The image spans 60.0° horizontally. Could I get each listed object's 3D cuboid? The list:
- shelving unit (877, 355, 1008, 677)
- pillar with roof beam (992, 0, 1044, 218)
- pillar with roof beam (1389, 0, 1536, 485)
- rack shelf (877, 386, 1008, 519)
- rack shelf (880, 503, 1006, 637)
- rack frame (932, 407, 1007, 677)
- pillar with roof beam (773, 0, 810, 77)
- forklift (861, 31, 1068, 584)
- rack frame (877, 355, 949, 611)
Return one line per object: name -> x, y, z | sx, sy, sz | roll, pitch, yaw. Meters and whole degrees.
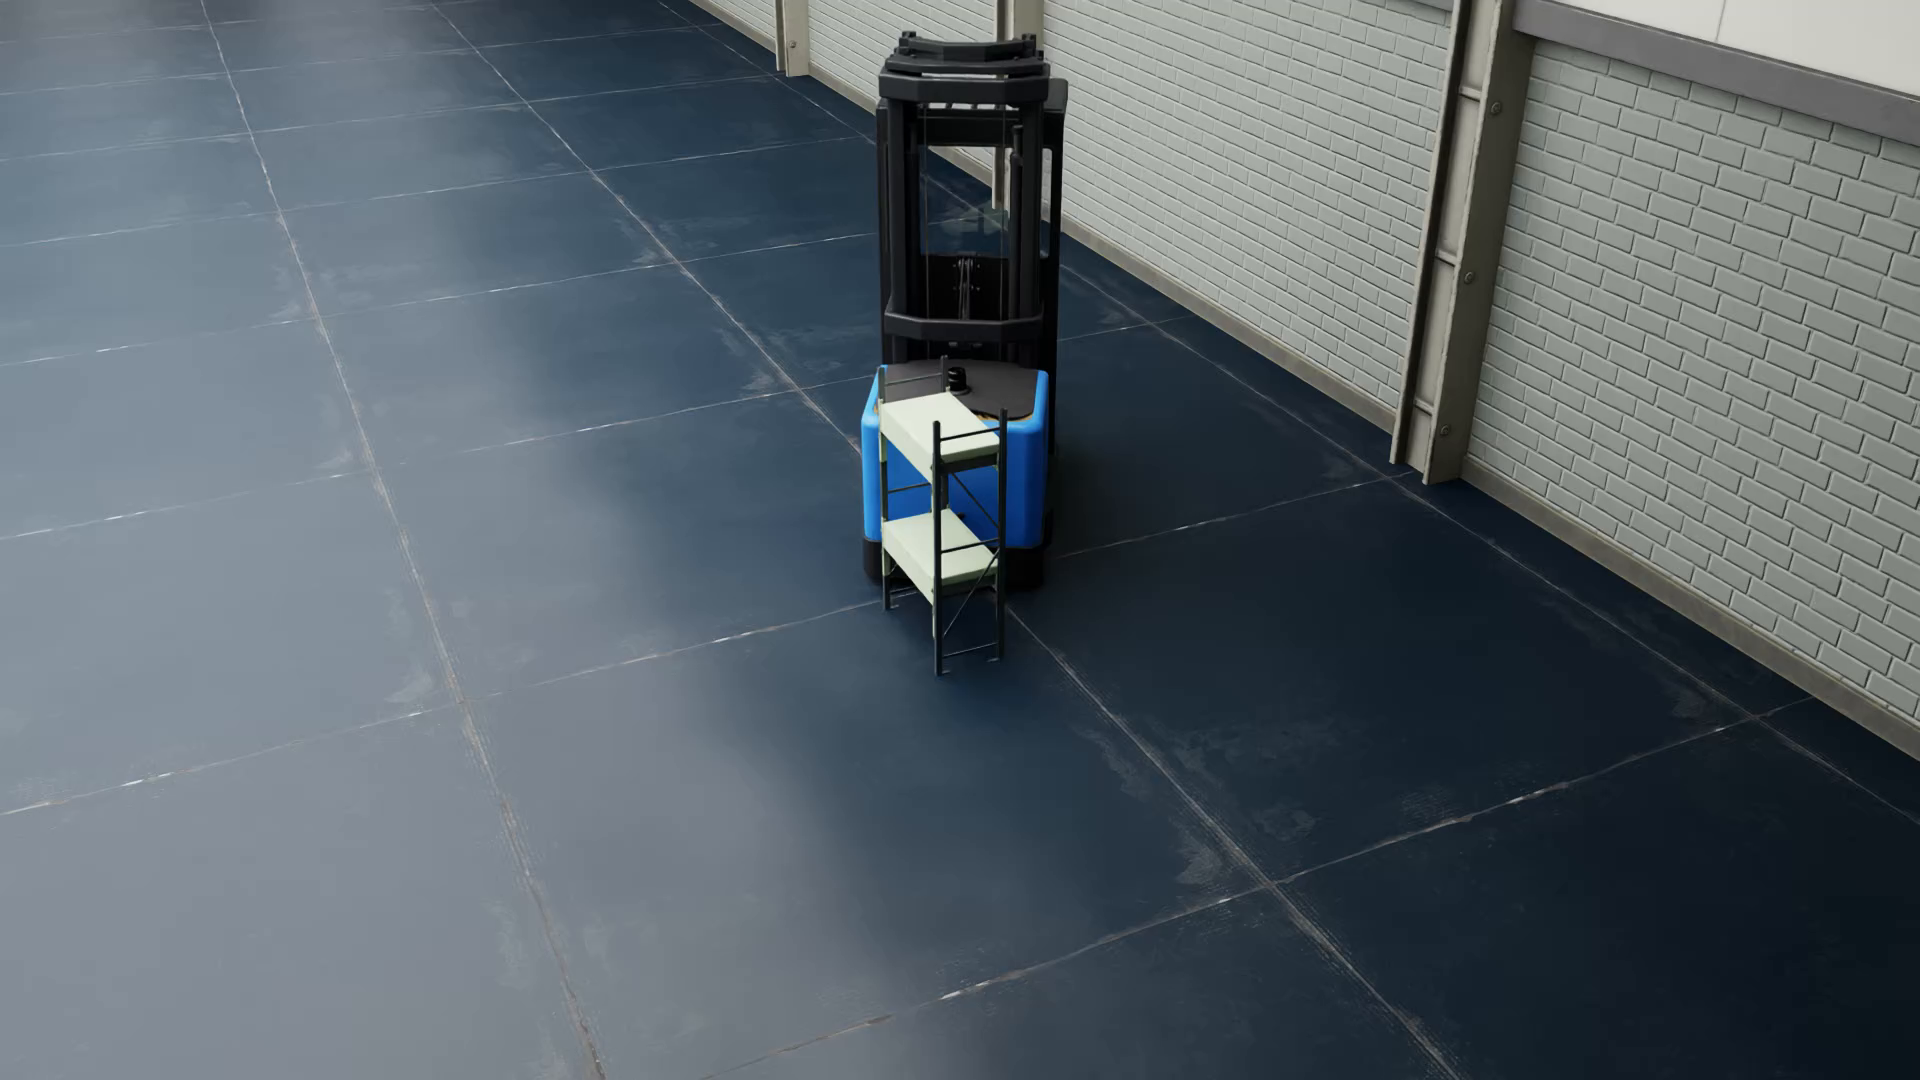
shelving unit -> -0.100, -0.130, 8.921 | 0.431, 1.500, 0.755 | -12, 32, -21
pillar with roof beam -> -3.360, -6.148, 11.985 | 9.100, 9.000, 0.400 | -13, 32, -22
pillar with roof beam -> -0.785, -3.497, 7.259 | 9.100, 9.000, 0.400 | -13, 32, -22
rack shelf -> -0.100, -0.470, 8.730 | 0.431, 0.370, 0.720 | -12, 32, -21
rack shelf -> -0.100, 0.155, 9.080 | 0.431, 0.370, 0.720 | -12, 32, -21
rack frame -> 0.051, 0.033, 8.630 | 0.400, 1.500, 0.023 | -12, 32, -21
pillar with roof beam -> -5.936, -8.798, 16.712 | 9.100, 9.000, 0.400 | -13, 32, -22
forklift -> 0.079, -1.716, 10.285 | 1.130, 2.935, 3.031 | 2, 29, 4
rack frame -> -0.251, -0.293, 9.211 | 0.400, 1.500, 0.023 | -12, 32, -21
